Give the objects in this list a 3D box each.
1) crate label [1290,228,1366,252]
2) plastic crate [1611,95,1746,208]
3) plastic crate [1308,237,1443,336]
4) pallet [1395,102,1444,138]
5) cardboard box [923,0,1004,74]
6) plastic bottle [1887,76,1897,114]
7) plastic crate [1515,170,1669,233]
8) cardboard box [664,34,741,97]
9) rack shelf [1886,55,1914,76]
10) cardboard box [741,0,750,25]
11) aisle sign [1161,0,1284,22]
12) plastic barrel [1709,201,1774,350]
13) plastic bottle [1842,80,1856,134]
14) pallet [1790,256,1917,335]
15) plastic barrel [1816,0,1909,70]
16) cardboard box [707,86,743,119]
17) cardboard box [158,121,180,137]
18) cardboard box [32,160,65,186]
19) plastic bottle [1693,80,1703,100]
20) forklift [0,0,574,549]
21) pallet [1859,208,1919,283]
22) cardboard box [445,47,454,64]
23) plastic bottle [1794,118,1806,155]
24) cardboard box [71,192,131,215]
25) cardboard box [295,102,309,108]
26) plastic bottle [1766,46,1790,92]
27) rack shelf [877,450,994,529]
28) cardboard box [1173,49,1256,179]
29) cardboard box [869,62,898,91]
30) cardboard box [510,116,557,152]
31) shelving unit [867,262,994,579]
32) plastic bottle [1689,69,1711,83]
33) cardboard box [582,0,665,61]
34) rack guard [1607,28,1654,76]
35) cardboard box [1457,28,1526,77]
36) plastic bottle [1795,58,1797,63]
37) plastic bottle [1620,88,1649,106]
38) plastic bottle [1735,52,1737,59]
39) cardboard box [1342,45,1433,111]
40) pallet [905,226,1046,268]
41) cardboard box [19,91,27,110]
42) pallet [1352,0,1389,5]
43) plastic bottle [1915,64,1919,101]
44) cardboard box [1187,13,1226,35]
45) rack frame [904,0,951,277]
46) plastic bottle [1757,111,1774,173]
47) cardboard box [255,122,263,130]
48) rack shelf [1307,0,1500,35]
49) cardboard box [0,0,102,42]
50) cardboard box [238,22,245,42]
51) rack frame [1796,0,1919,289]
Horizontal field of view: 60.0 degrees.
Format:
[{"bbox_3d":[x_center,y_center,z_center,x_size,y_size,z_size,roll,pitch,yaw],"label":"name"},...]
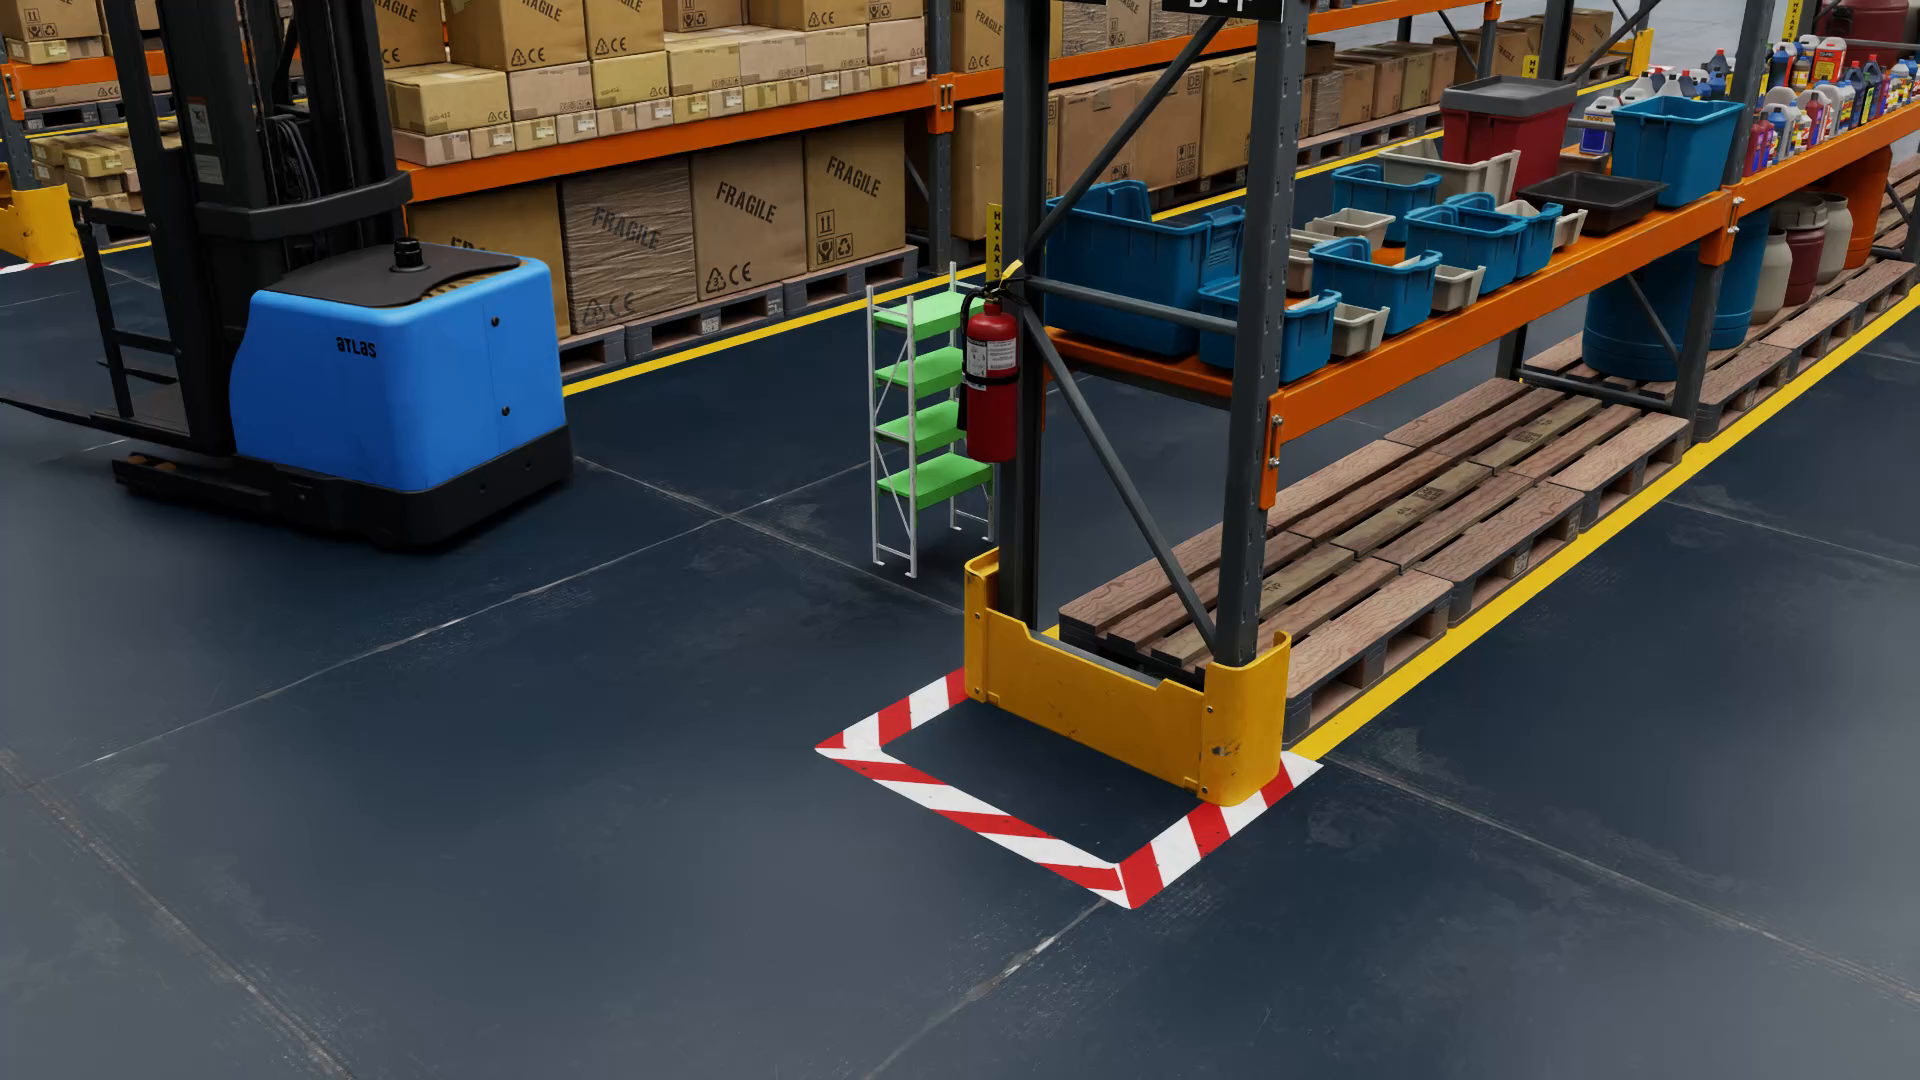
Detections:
[{"bbox_3d":[1.327,-1.104,6.295,0.396,0.136,0.243,20,31,38],"label":"crate label"},{"bbox_3d":[3.158,-1.727,7.380,0.392,0.384,0.575,20,31,38],"label":"plastic crate"},{"bbox_3d":[1.395,-0.860,5.633,0.416,0.233,0.300,20,31,38],"label":"plastic crate"},{"bbox_3d":[4.348,-4.222,16.407,1.003,0.211,1.213,20,31,38],"label":"pallet"},{"bbox_3d":[0.020,-3.412,11.071,0.500,0.500,0.500,20,31,38],"label":"cardboard box"},{"bbox_3d":[5.298,-2.552,9.517,0.097,0.201,0.097,0,24,0],"label":"plastic bottle"},{"bbox_3d":[2.669,-1.429,7.034,0.437,0.125,0.590,20,31,38],"label":"plastic crate"},{"bbox_3d":[-1.597,-2.688,9.399,0.500,0.250,0.500,19,31,37],"label":"cardboard box"},{"bbox_3d":[7.220,-3.442,12.139,1.077,0.370,4.000,20,31,38],"label":"rack shelf"},{"bbox_3d":[-1.317,-3.480,10.248,0.500,0.500,0.500,20,31,38],"label":"cardboard box"},{"bbox_3d":[0.719,-1.806,4.435,0.394,0.787,0.004,20,31,38],"label":"aisle sign"},{"bbox_3d":[4.064,-1.553,9.098,0.600,0.901,0.708,20,31,38],"label":"plastic barrel"},{"bbox_3d":[4.744,-2.330,8.938,0.097,0.271,0.097,0,24,0],"label":"plastic bottle"},{"bbox_3d":[5.390,-1.637,10.642,1.003,0.211,1.213,20,31,38],"label":"pallet"},{"bbox_3d":[5.969,-3.447,11.105,0.600,0.536,0.708,20,31,38],"label":"plastic barrel"},{"bbox_3d":[-1.460,-2.528,9.530,0.380,0.149,0.250,21,31,38],"label":"cardboard box"},{"bbox_3d":[-6.095,-3.089,12.718,0.380,0.149,0.250,19,30,36],"label":"cardboard box"},{"bbox_3d":[-6.629,-2.726,12.271,0.380,0.149,0.250,19,30,36],"label":"cardboard box"},{"bbox_3d":[3.924,-2.328,8.933,0.097,0.271,0.097,0,24,0],"label":"plastic bottle"},{"bbox_3d":[-3.362,-1.706,7.472,3.031,2.935,1.130,12,27,24],"label":"forklift"},{"bbox_3d":[6.431,-2.114,11.706,1.003,0.211,1.213,20,31,38],"label":"pallet"},{"bbox_3d":[-2.678,-2.517,9.018,0.500,0.250,0.500,19,31,37],"label":"cardboard box"},{"bbox_3d":[4.215,-2.057,8.415,0.097,0.201,0.097,0,24,0],"label":"plastic bottle"},{"bbox_3d":[-6.181,-2.424,11.960,0.380,0.149,0.250,21,32,39],"label":"cardboard box"},{"bbox_3d":[-5.231,-3.494,13.620,0.380,0.149,0.250,21,32,39],"label":"cardboard box"},{"bbox_3d":[4.994,-2.873,10.148,0.097,0.271,0.097,0,24,0],"label":"plastic bottle"},{"bbox_3d":[-0.110,-0.220,7.016,0.258,0.148,0.480,20,31,38],"label":"rack shelf"},{"bbox_3d":[1.721,-3.530,13.541,1.225,0.875,0.875,18,30,35],"label":"cardboard box"},{"bbox_3d":[-0.604,-2.919,10.400,0.380,0.149,0.250,21,32,38],"label":"cardboard box"},{"bbox_3d":[-2.319,-2.136,8.654,0.380,0.149,0.250,19,31,36],"label":"cardboard box"},{"bbox_3d":[-0.110,-0.497,6.892,0.258,1.200,0.503,20,31,38],"label":"shelving unit"},{"bbox_3d":[4.063,-2.470,9.244,0.152,0.276,0.135,20,31,38],"label":"plastic bottle"},{"bbox_3d":[-1.946,-2.869,8.886,0.500,0.500,0.500,19,30,36],"label":"cardboard box"},{"bbox_3d":[7.485,-5.787,19.545,1.175,0.500,0.348,20,31,38],"label":"rack guard"},{"bbox_3d":[5.540,-5.070,17.434,0.500,0.500,0.500,-13,27,-27],"label":"cardboard box"},{"bbox_3d":[5.193,-2.969,10.448,0.097,0.201,0.097,0,24,0],"label":"plastic bottle"},{"bbox_3d":[3.482,-2.205,8.653,0.152,0.276,0.135,20,31,38],"label":"plastic bottle"},{"bbox_3d":[4.551,-2.724,9.802,0.061,0.283,0.133,20,31,38],"label":"plastic bottle"},{"bbox_3d":[4.108,-4.470,16.072,0.700,0.500,0.500,20,31,37],"label":"cardboard box"},{"bbox_3d":[-0.014,-2.277,12.071,1.003,0.211,1.213,20,31,38],"label":"pallet"},{"bbox_3d":[-9.552,-4.313,15.822,0.875,0.438,0.875,21,32,39],"label":"cardboard box"},{"bbox_3d":[3.487,-5.040,15.058,1.003,0.211,1.213,20,31,38],"label":"pallet"},{"bbox_3d":[5.688,-2.730,9.914,0.097,0.201,0.097,0,24,0],"label":"plastic bottle"},{"bbox_3d":[1.715,-4.190,12.807,0.500,0.500,0.500,20,31,37],"label":"cardboard box"},{"bbox_3d":[-0.473,-3.294,10.931,1.000,3.000,0.127,20,31,38],"label":"rack frame"},{"bbox_3d":[3.867,-1.924,8.018,0.061,0.283,0.133,20,31,38],"label":"plastic bottle"},{"bbox_3d":[-5.302,-3.096,12.733,0.380,0.149,0.250,21,31,38],"label":"cardboard box"},{"bbox_3d":[3.532,-4.794,15.155,1.077,0.370,4.000,20,31,38],"label":"rack shelf"},{"bbox_3d":[-6.263,-3.703,11.357,0.500,0.500,0.500,22,32,40],"label":"cardboard box"},{"bbox_3d":[-5.494,-3.771,12.302,0.380,0.149,0.250,19,31,37],"label":"cardboard box"},{"bbox_3d":[5.885,-3.160,10.633,1.000,3.000,0.127,20,31,38],"label":"rack frame"}]
